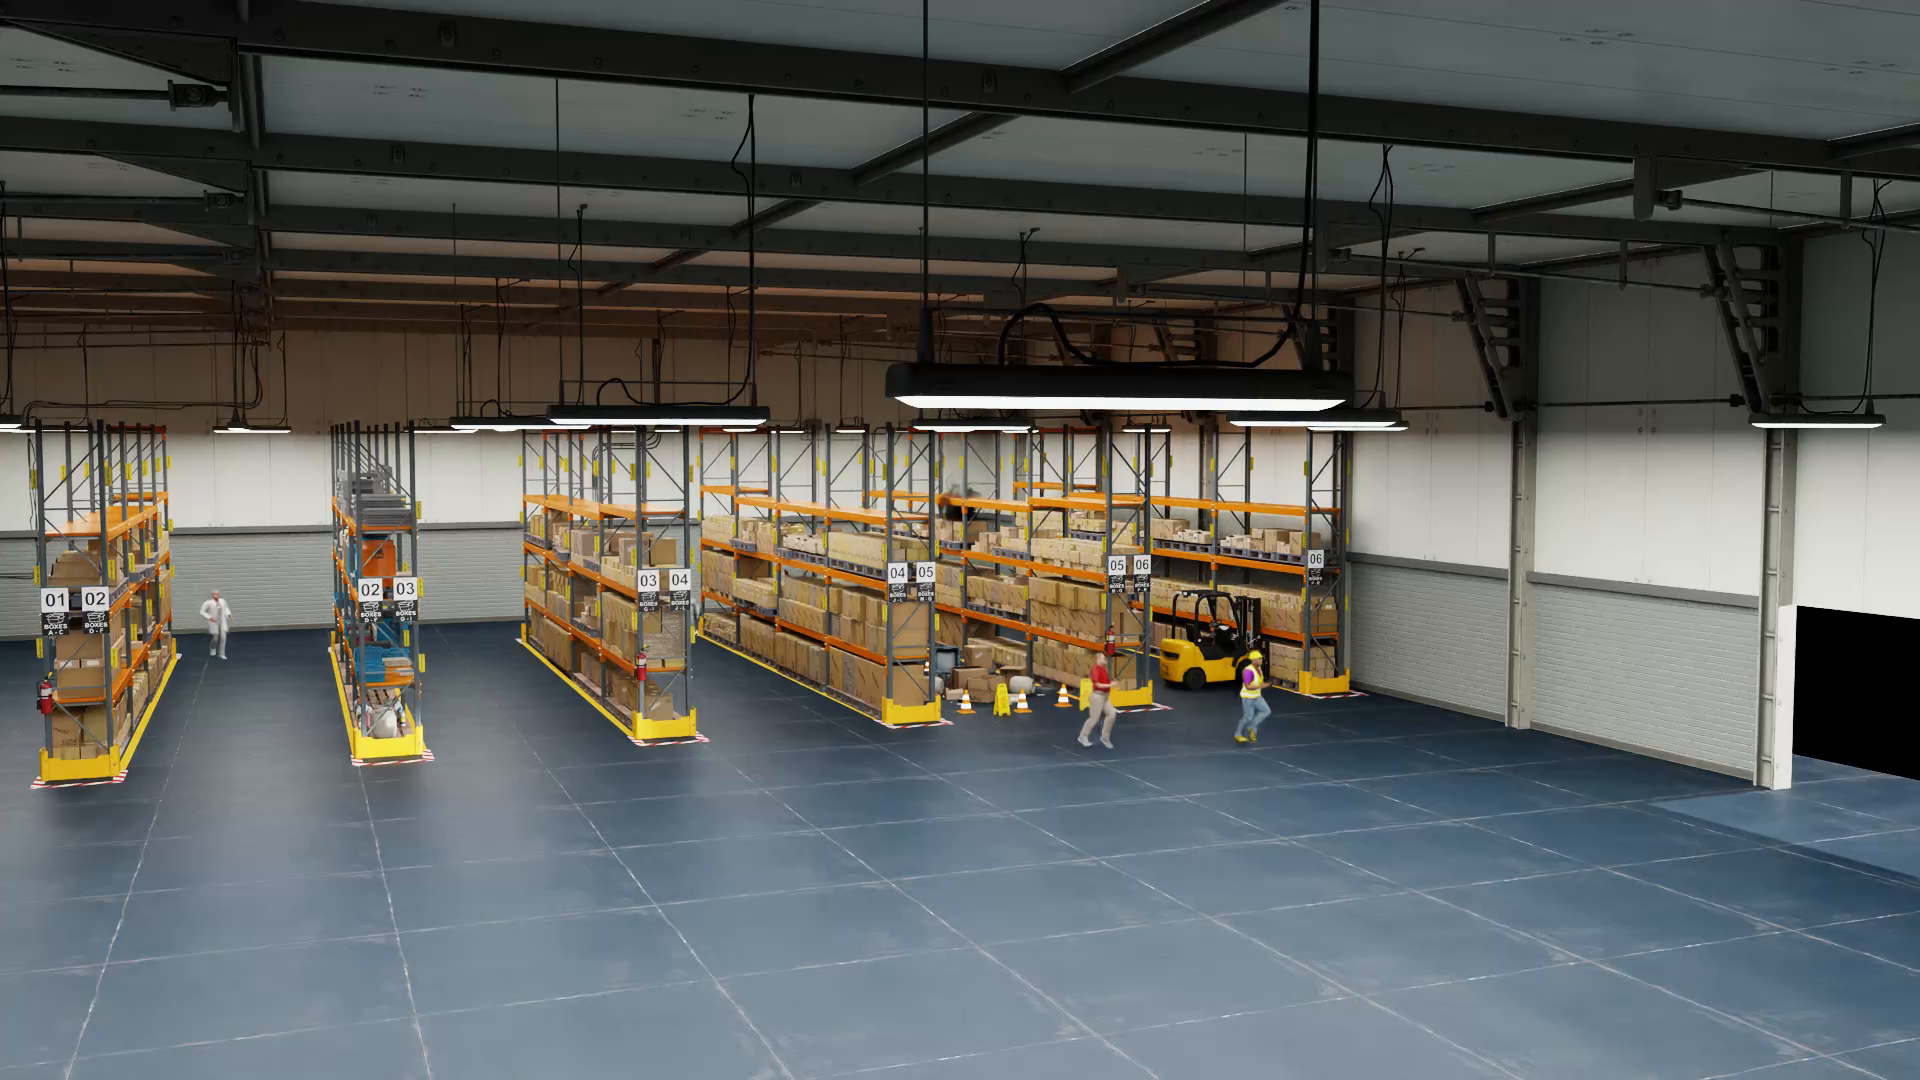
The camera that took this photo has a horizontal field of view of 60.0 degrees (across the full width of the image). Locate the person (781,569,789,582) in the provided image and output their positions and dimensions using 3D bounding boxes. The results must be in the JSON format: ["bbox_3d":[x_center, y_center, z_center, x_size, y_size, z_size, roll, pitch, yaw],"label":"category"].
[{"bbox_3d":[-5.323,1.719,50.489,0.954,1.668,0.577,-2,4,-35],"label":"person"}]

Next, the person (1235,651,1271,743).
[{"bbox_3d":[5.440,2.911,30.830,0.782,1.713,0.738,3,5,38],"label":"person"}]

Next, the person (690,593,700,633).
[{"bbox_3d":[-7.185,2.146,44.157,0.652,1.645,0.626,-2,4,-23],"label":"person"}]

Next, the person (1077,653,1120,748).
[{"bbox_3d":[2.556,2.967,30.496,0.793,1.812,0.663,1,4,22],"label":"person"}]

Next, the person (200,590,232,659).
[{"bbox_3d":[-19.227,2.146,42.946,0.719,1.716,0.765,3,5,40],"label":"person"}]
